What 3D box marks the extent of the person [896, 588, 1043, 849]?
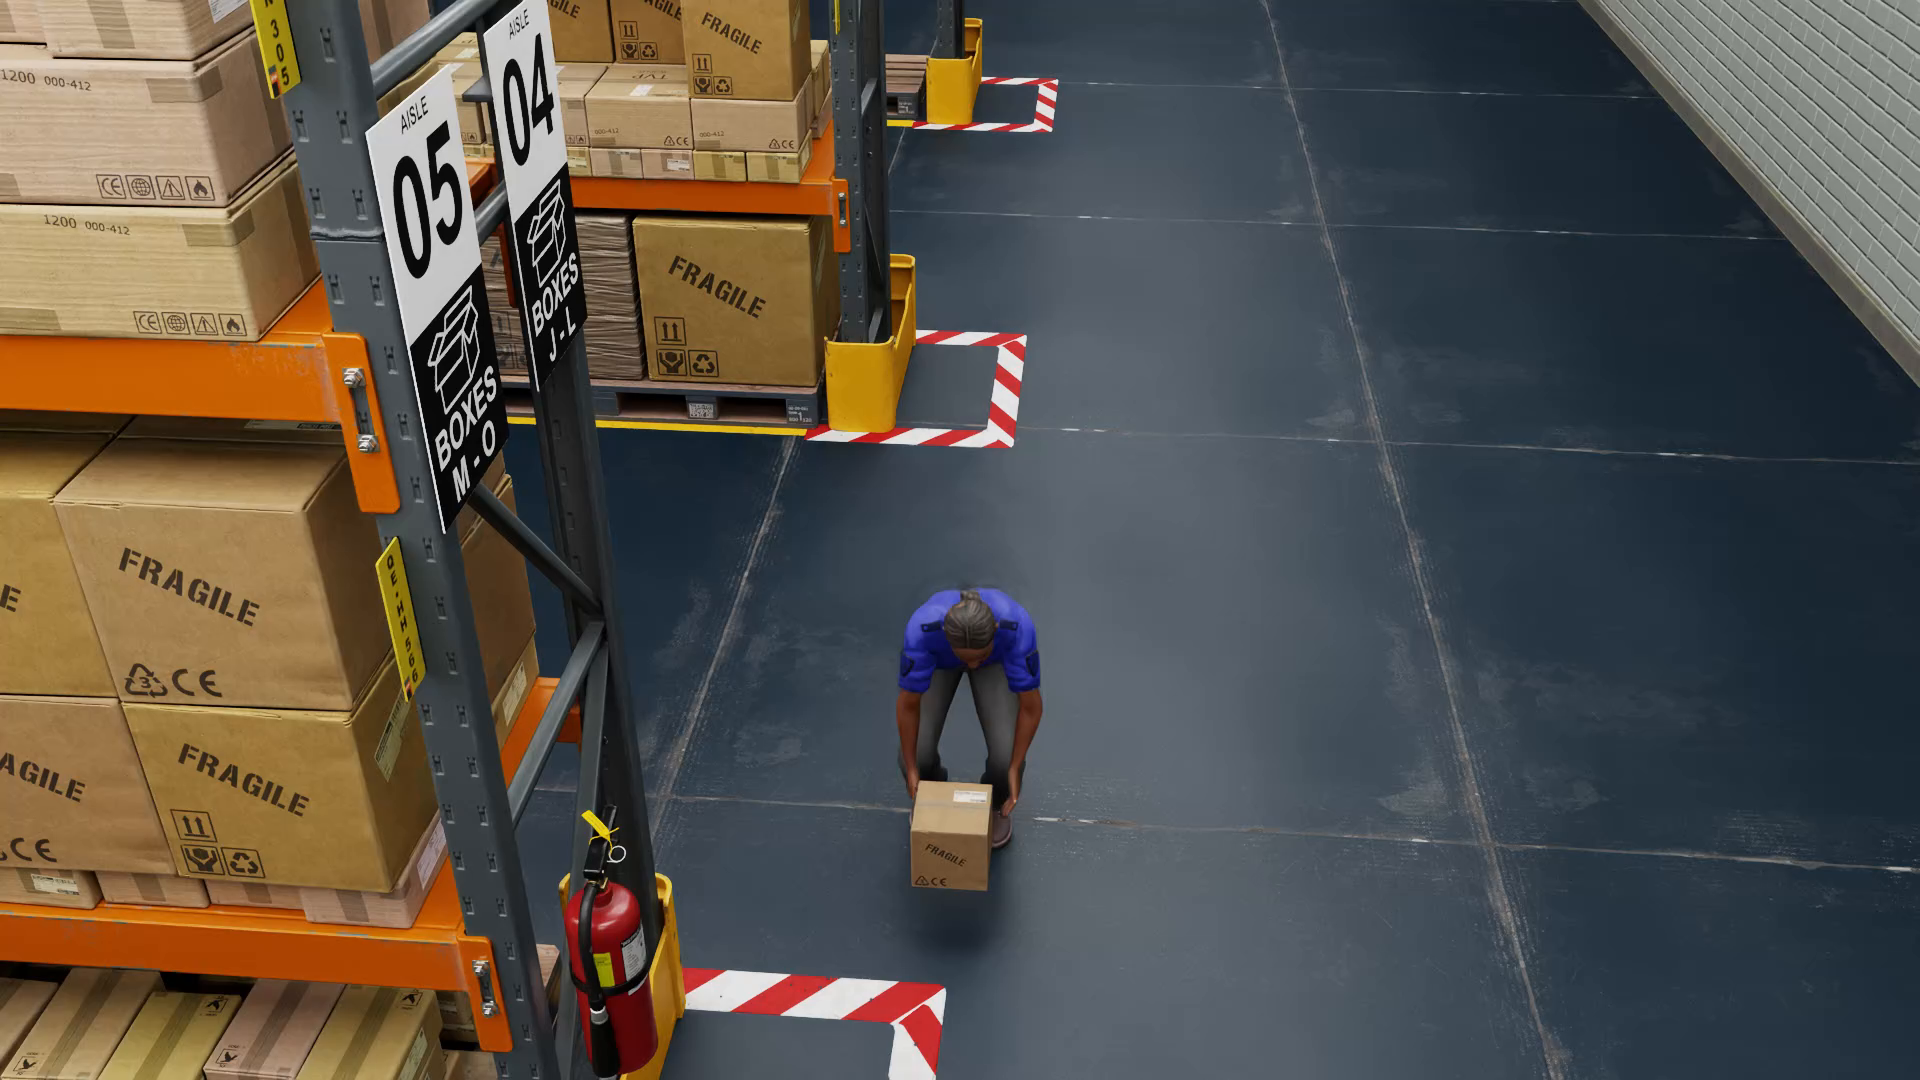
[{"bbox_3d":[0.038,0.551,5.732,0.501,1.168,0.726,3,32,4],"label":"person"}]
